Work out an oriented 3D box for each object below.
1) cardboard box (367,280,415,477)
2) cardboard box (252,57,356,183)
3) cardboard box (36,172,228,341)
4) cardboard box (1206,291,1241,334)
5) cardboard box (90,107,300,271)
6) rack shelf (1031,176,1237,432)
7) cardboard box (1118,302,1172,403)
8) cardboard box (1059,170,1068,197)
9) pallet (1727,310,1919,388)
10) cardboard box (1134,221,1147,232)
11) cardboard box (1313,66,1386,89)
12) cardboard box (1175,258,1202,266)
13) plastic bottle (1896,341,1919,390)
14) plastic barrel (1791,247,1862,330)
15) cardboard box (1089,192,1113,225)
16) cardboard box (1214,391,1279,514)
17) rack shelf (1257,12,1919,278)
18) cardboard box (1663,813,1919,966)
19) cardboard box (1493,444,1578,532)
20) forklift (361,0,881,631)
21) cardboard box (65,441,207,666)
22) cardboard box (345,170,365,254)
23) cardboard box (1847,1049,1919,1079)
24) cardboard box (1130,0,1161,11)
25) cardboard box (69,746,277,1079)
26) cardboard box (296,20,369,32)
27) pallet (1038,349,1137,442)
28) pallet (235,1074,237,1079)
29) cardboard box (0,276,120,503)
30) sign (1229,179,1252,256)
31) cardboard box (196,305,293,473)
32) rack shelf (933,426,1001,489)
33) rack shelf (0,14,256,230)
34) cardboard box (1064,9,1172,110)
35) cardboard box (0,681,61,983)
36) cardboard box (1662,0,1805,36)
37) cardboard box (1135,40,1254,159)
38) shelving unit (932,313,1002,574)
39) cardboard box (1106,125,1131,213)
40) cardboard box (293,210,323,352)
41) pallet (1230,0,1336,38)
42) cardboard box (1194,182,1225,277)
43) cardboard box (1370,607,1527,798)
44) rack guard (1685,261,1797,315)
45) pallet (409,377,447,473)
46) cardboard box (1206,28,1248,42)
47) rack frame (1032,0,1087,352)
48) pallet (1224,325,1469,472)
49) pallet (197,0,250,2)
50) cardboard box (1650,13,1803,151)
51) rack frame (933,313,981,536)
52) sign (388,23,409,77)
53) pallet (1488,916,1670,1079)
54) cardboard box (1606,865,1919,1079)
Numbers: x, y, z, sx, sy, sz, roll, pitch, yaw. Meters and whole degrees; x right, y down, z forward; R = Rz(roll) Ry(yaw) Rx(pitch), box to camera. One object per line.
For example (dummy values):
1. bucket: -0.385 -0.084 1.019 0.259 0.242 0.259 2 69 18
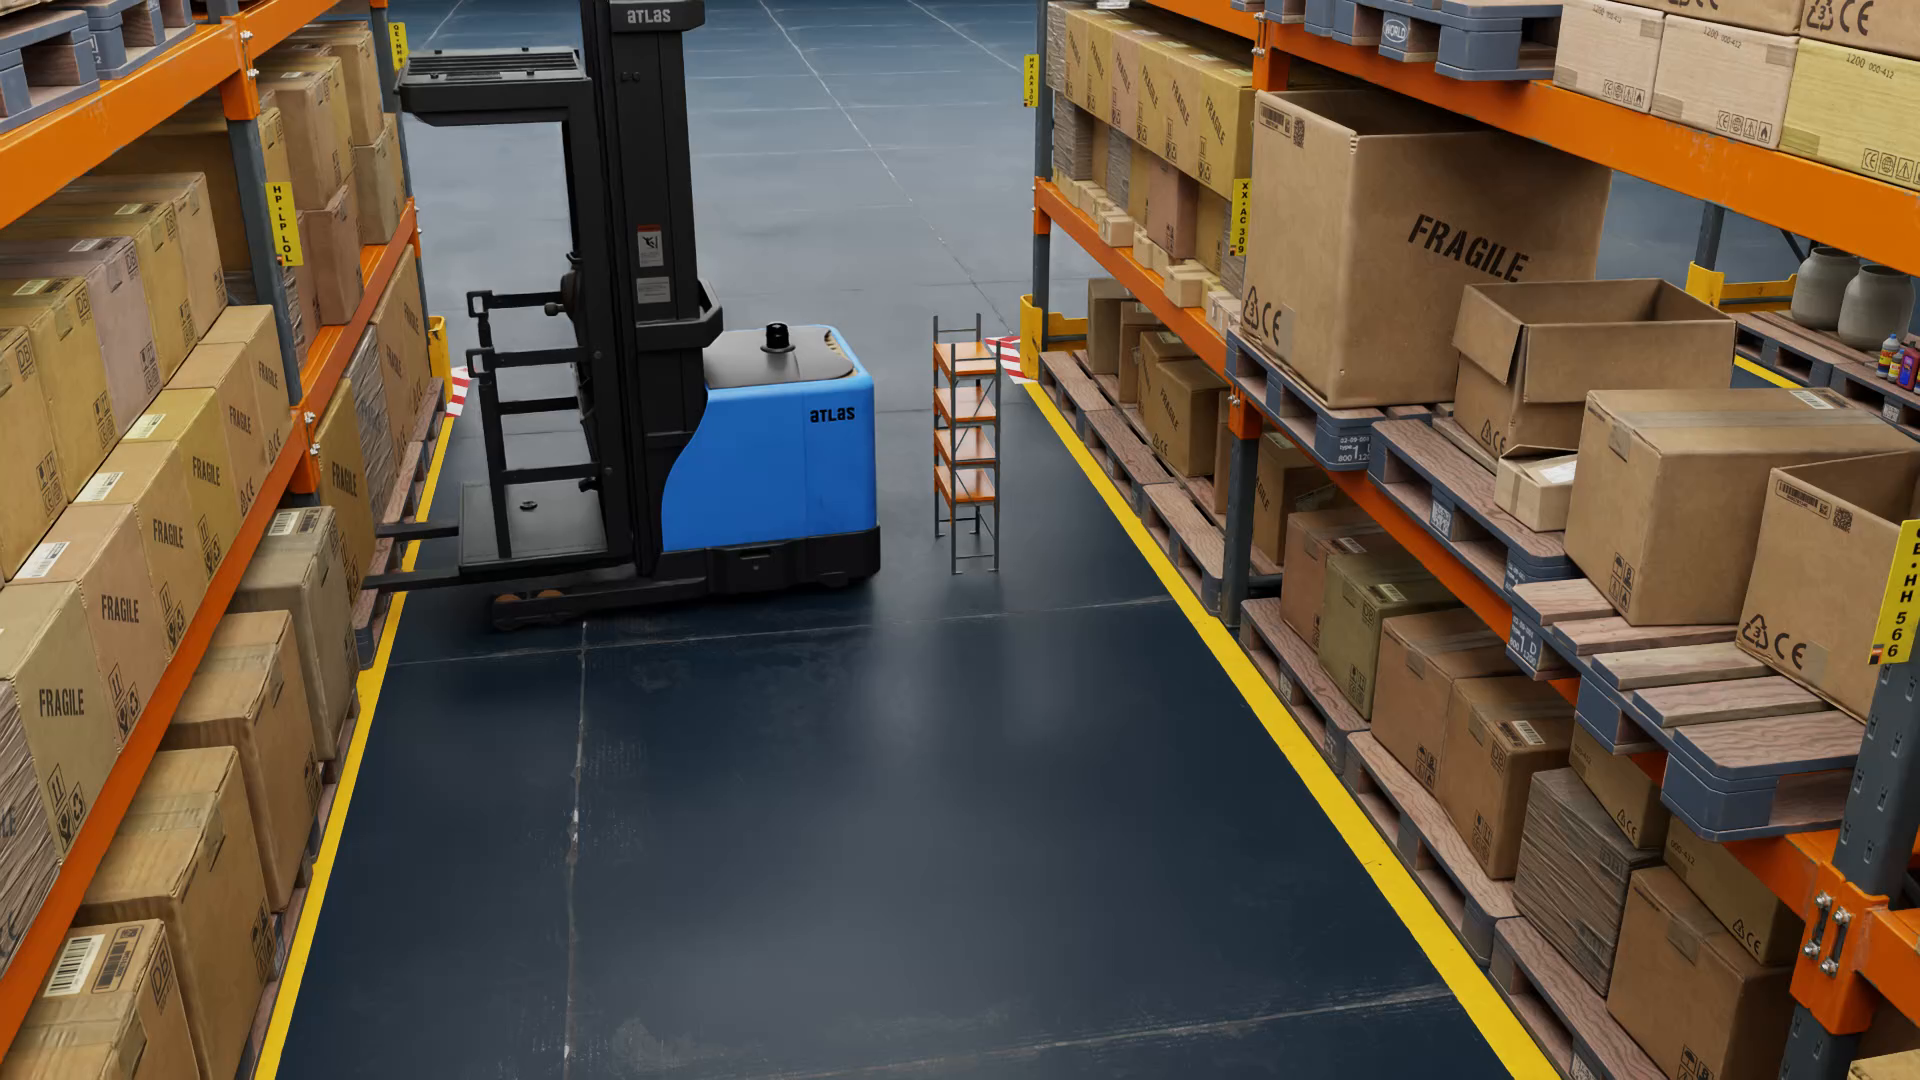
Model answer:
1. cardboard box: -3.545 -0.872 9.129 0.875 0.875 0.875 -5 24 -11
2. cardboard box: -3.481 -2.037 8.130 0.875 0.550 0.500 -4 24 -10
3. cardboard box: -3.063 -0.997 5.911 0.700 0.500 0.500 -5 24 -11
4. cardboard box: 1.367 -1.062 7.748 0.380 0.149 0.250 -4 24 -10
5. cardboard box: -3.195 -1.399 6.669 0.875 0.550 0.550 -4 24 -10
6. rack shelf: 1.363 -1.472 9.272 1.077 0.370 4.000 -4 24 -10
7. cardboard box: 1.236 -1.156 10.248 0.500 0.500 0.500 2 24 4
8. cardboard box: 0.839 -2.244 10.454 0.380 0.149 0.250 -4 24 -10
9. pallet: 6.066 -1.331 11.534 1.003 0.211 1.213 -4 24 -10
10. cardboard box: 1.170 -1.658 9.112 0.380 0.149 0.250 -4 24 -10
11. cardboard box: 1.899 -1.851 7.495 0.500 0.500 0.500 -4 24 -10
12. cardboard box: 1.308 -1.363 8.437 0.380 0.149 0.250 -4 24 -10
13. plastic bottle: 5.914 -1.085 10.332 0.061 0.283 0.133 -4 24 -9
14. plastic barrel: 6.057 -1.754 11.603 0.421 0.512 0.421 0 24 0
15. cardboard box: 0.976 -1.949 9.778 0.380 0.149 0.250 -4 24 -10
16. cardboard box: 1.585 -0.447 8.625 0.500 0.500 0.500 3 24 7
17. rack shelf: 2.103 -1.274 5.069 1.077 0.370 4.000 -4 24 -10
18. cardboard box: 2.319 0.897 4.585 0.500 0.250 0.500 -3 24 -8
19. cardboard box: 1.899 -0.209 5.123 0.396 0.266 0.258 -5 24 -11
20. forklift: -1.969 -1.153 7.729 3.031 2.935 1.130 -6 24 -14
21. cardboard box: -2.518 0.049 4.766 0.500 0.500 0.500 -5 24 -10
22. cardboard box: -3.684 -1.743 8.806 0.875 0.550 0.550 -4 24 -10
23. cardboard box: 2.580 1.612 3.441 1.225 0.875 0.875 -5 24 -12
24. cardboard box: 1.338 -3.031 10.196 0.500 0.500 0.500 -4 24 -10
25. cardboard box: -2.610 1.134 4.692 1.050 0.750 0.750 -4 24 -9
26. cardboard box: -3.870 -2.676 9.593 0.875 0.550 0.550 -4 24 -10
27. pallet: 1.123 -0.959 10.681 1.003 0.211 1.213 -4 24 -10
28. pallet: -2.492 1.848 4.256 1.003 0.211 1.213 -4 24 -10
29. cardboard box: -2.781 -0.397 4.538 0.700 0.500 0.500 -5 24 -10
30. sign: 1.201 -1.369 7.055 0.100 0.325 0.005 -4 24 -10
31. cardboard box: -2.801 -0.548 6.133 0.500 0.500 0.500 -4 24 -10
32. rack shelf: 0.031 -0.423 8.388 0.258 0.148 0.480 -4 24 -10
33. rack shelf: -2.791 -0.946 4.320 1.077 0.370 4.000 -4 24 -10
34. cardboard box: 0.912 -2.795 9.657 0.500 0.500 0.500 -4 24 -10
35. cardboard box: -2.238 0.643 3.405 0.500 0.500 0.500 -4 24 -9
36. cardboard box: 2.033 -1.461 3.851 0.500 0.500 0.500 -4 24 -10
37. cardboard box: 1.194 -2.206 8.306 0.500 0.500 0.500 -4 24 -10
38. shelving unit: 0.031 -0.485 8.361 0.258 1.200 0.503 -4 24 -10
39. cardboard box: 1.328 -2.165 9.462 0.875 0.500 0.500 -4 24 -10
40. cardboard box: -3.364 -1.116 7.369 0.875 0.550 0.550 -4 24 -10
41. pallet: 1.742 -2.053 6.190 1.213 0.211 1.003 -4 24 -10
42. cardboard box: 1.652 -1.578 8.119 0.875 0.500 0.500 -4 24 -10
43. cardboard box: 1.999 0.581 6.246 0.700 0.500 0.500 -6 24 -14
44. rack guard: 5.921 -1.783 12.208 1.175 0.500 0.348 -4 24 -10
45. pallet: -3.675 -0.675 10.031 1.003 0.211 1.213 -4 24 -10
46. cardboard box: 1.610 -2.441 8.844 0.500 0.500 0.500 -4 24 -10
47. rack frame: 0.993 -2.589 10.929 1.000 3.000 0.127 -4 24 -10
48. pallet: 1.731 -0.616 6.652 1.003 0.211 1.213 -4 24 -10
49. pallet: -3.301 -2.344 6.733 1.003 0.211 1.213 -4 24 -10
50. cardboard box: 2.038 -1.111 3.985 0.500 0.250 0.500 -4 24 -10
51. rack frame: -0.015 -0.581 8.581 0.240 1.200 0.015 -4 24 -10
52. sign: -3.364 -2.935 9.980 0.100 0.325 0.005 -4 24 -10
53. pallet: 2.329 1.529 4.987 1.003 0.211 1.213 -4 24 -10
54. cardboard box: 2.329 1.240 4.737 0.700 0.500 0.500 -6 24 -13
